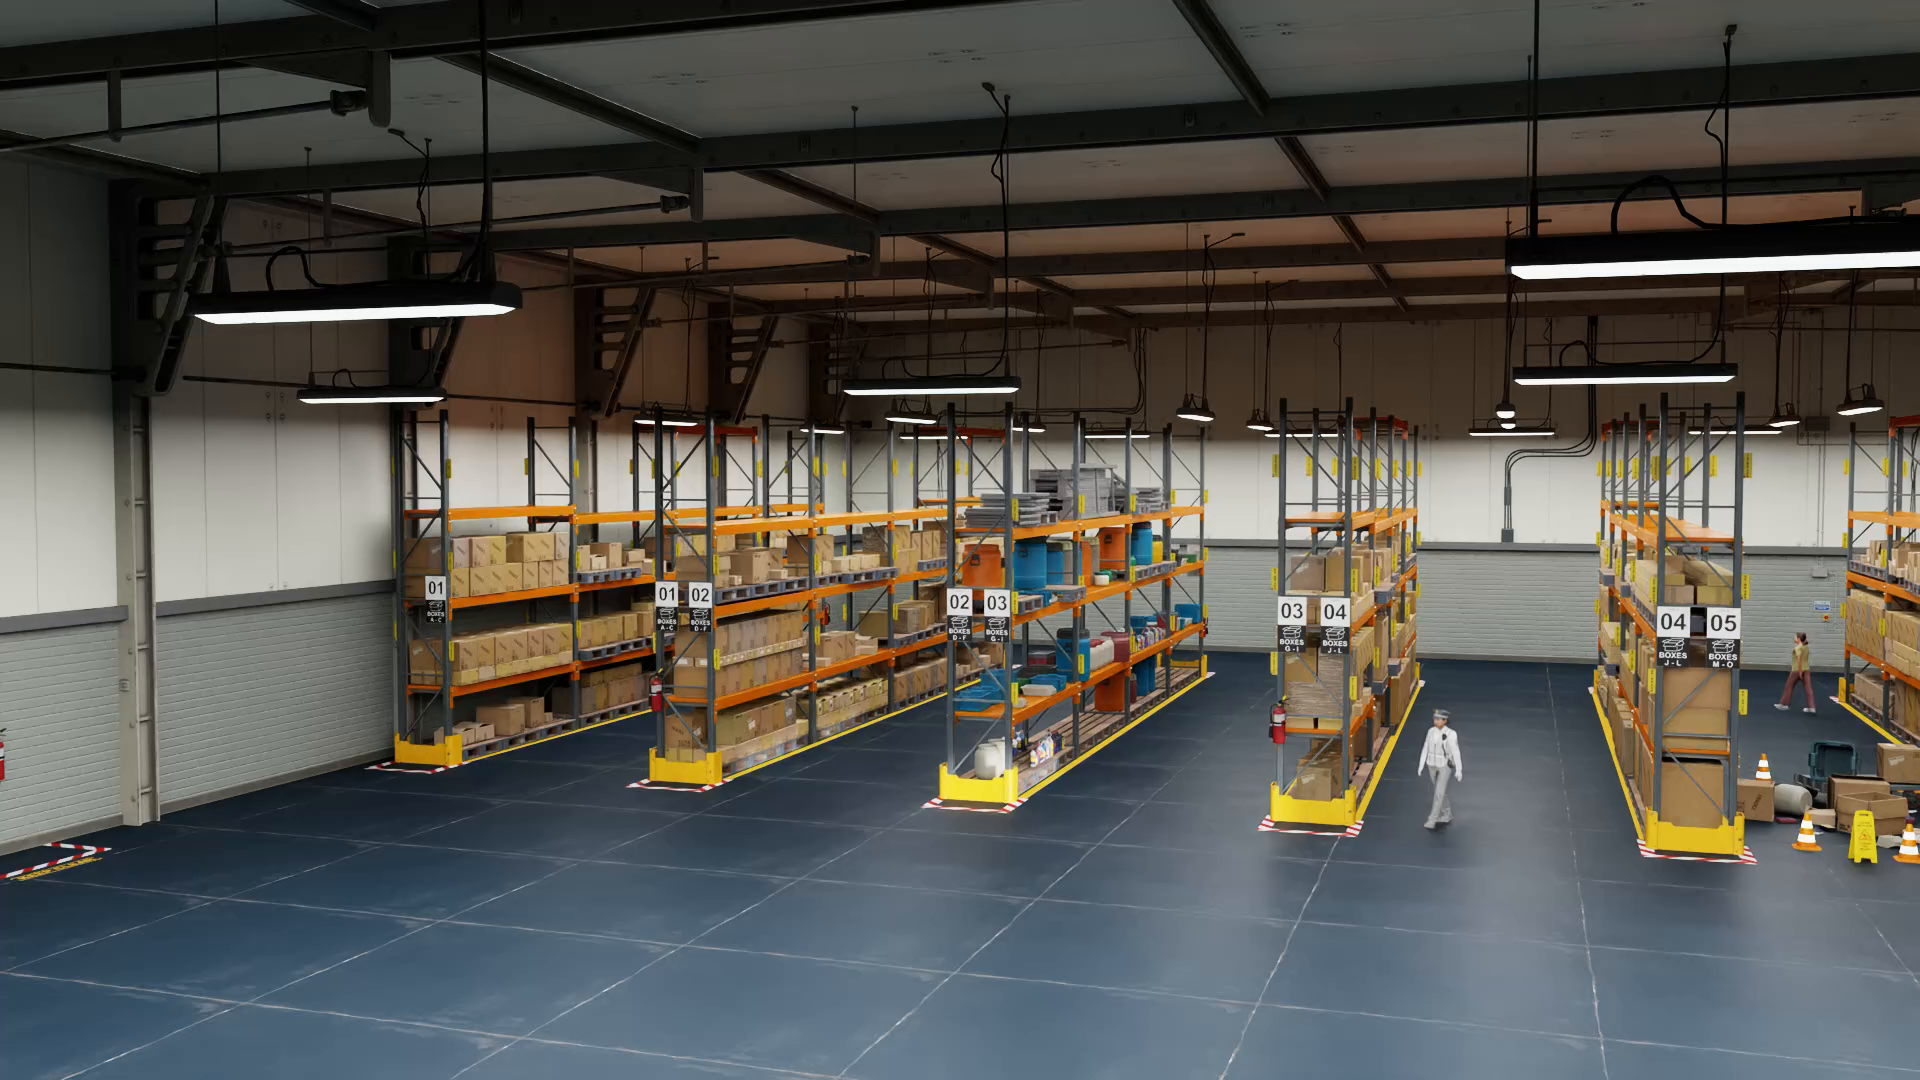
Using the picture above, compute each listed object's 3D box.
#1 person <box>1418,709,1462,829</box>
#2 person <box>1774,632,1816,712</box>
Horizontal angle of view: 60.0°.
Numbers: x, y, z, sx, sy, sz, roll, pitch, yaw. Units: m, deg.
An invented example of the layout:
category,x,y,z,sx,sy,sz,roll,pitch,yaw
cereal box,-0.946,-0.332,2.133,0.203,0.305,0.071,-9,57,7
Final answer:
category,x,y,z,sx,sy,sz,roll,pitch,yaw
person,6.650,3.171,23.207,0.954,1.630,0.534,-2,3,-39
person,17.280,2.698,34.247,0.421,1.612,0.961,-1,3,-13
